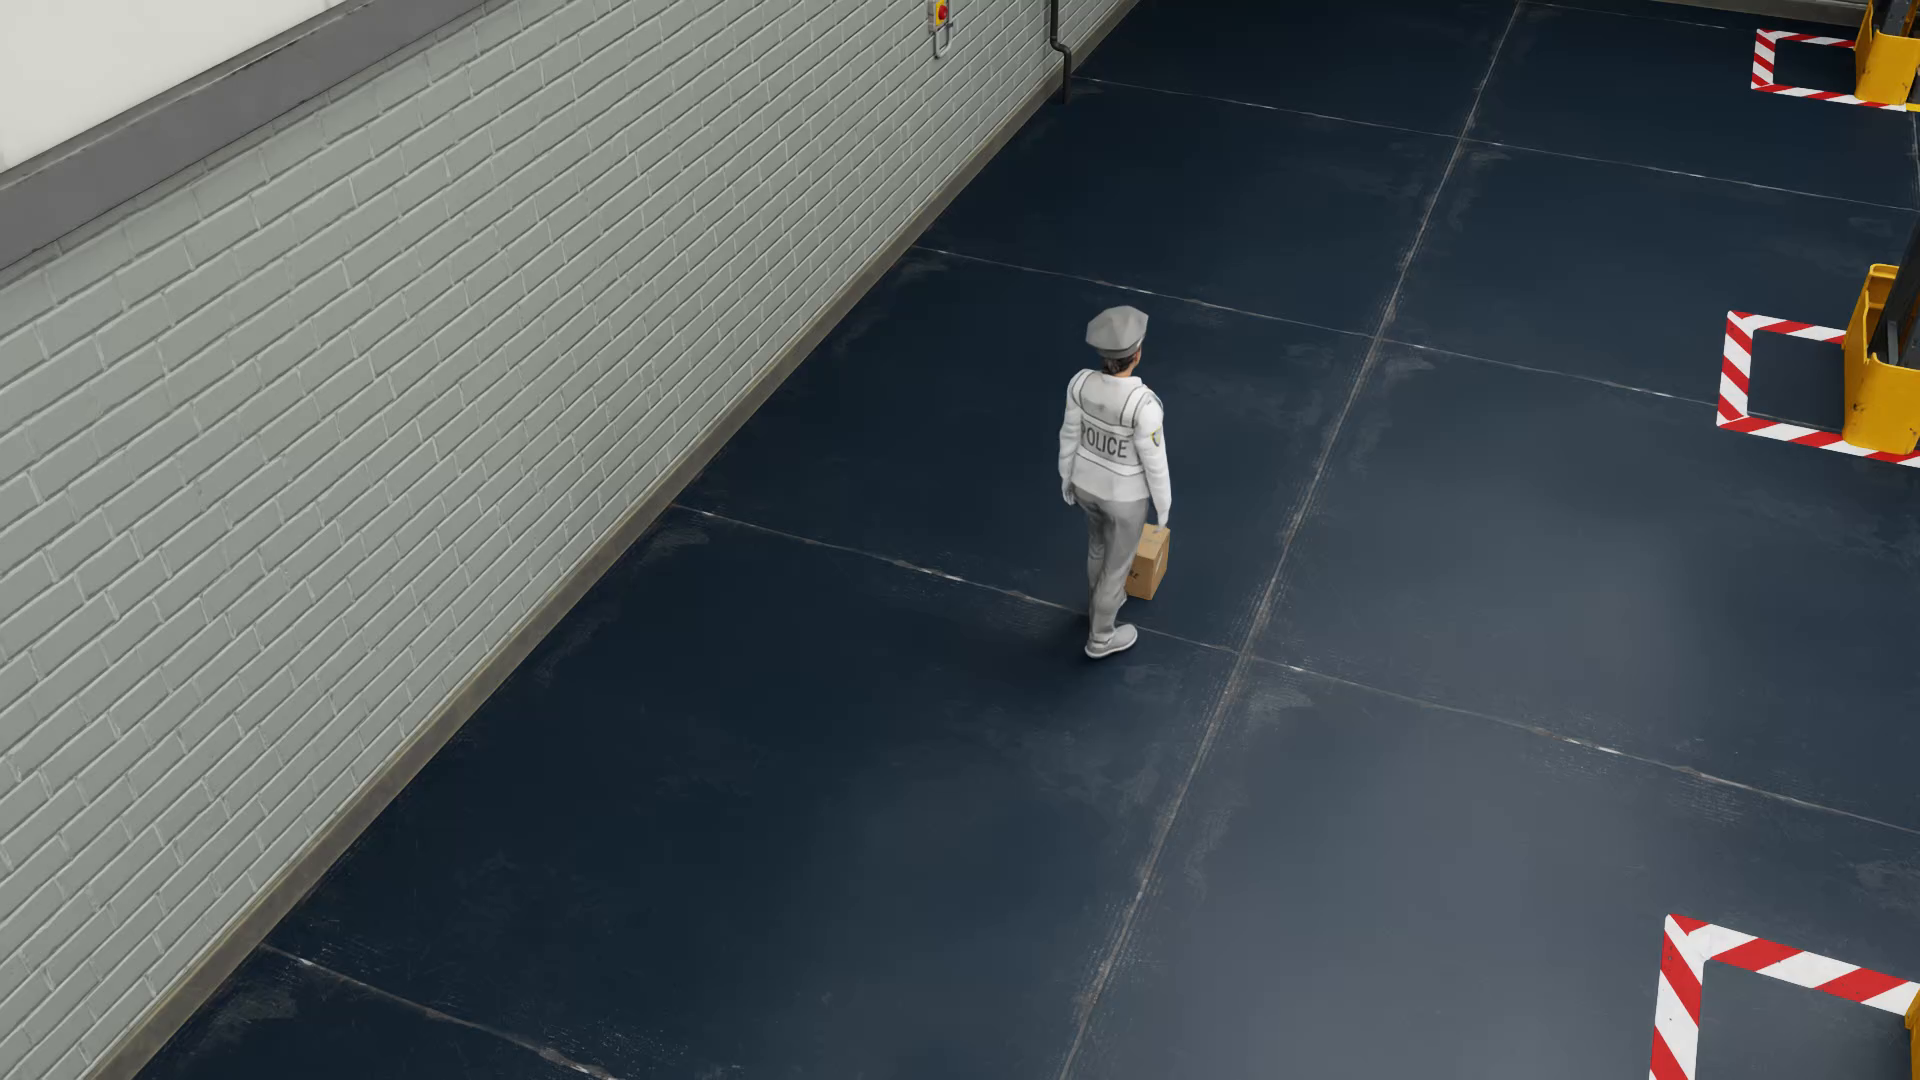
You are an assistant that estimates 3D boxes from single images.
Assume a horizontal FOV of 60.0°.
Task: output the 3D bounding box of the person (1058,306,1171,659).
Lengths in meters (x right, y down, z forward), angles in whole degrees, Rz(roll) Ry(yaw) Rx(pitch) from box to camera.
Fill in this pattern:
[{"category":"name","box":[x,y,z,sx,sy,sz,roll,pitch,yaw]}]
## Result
[{"category":"person","box":[0.721,-0.239,7.124,0.516,1.709,0.505,30,47,33]}]
